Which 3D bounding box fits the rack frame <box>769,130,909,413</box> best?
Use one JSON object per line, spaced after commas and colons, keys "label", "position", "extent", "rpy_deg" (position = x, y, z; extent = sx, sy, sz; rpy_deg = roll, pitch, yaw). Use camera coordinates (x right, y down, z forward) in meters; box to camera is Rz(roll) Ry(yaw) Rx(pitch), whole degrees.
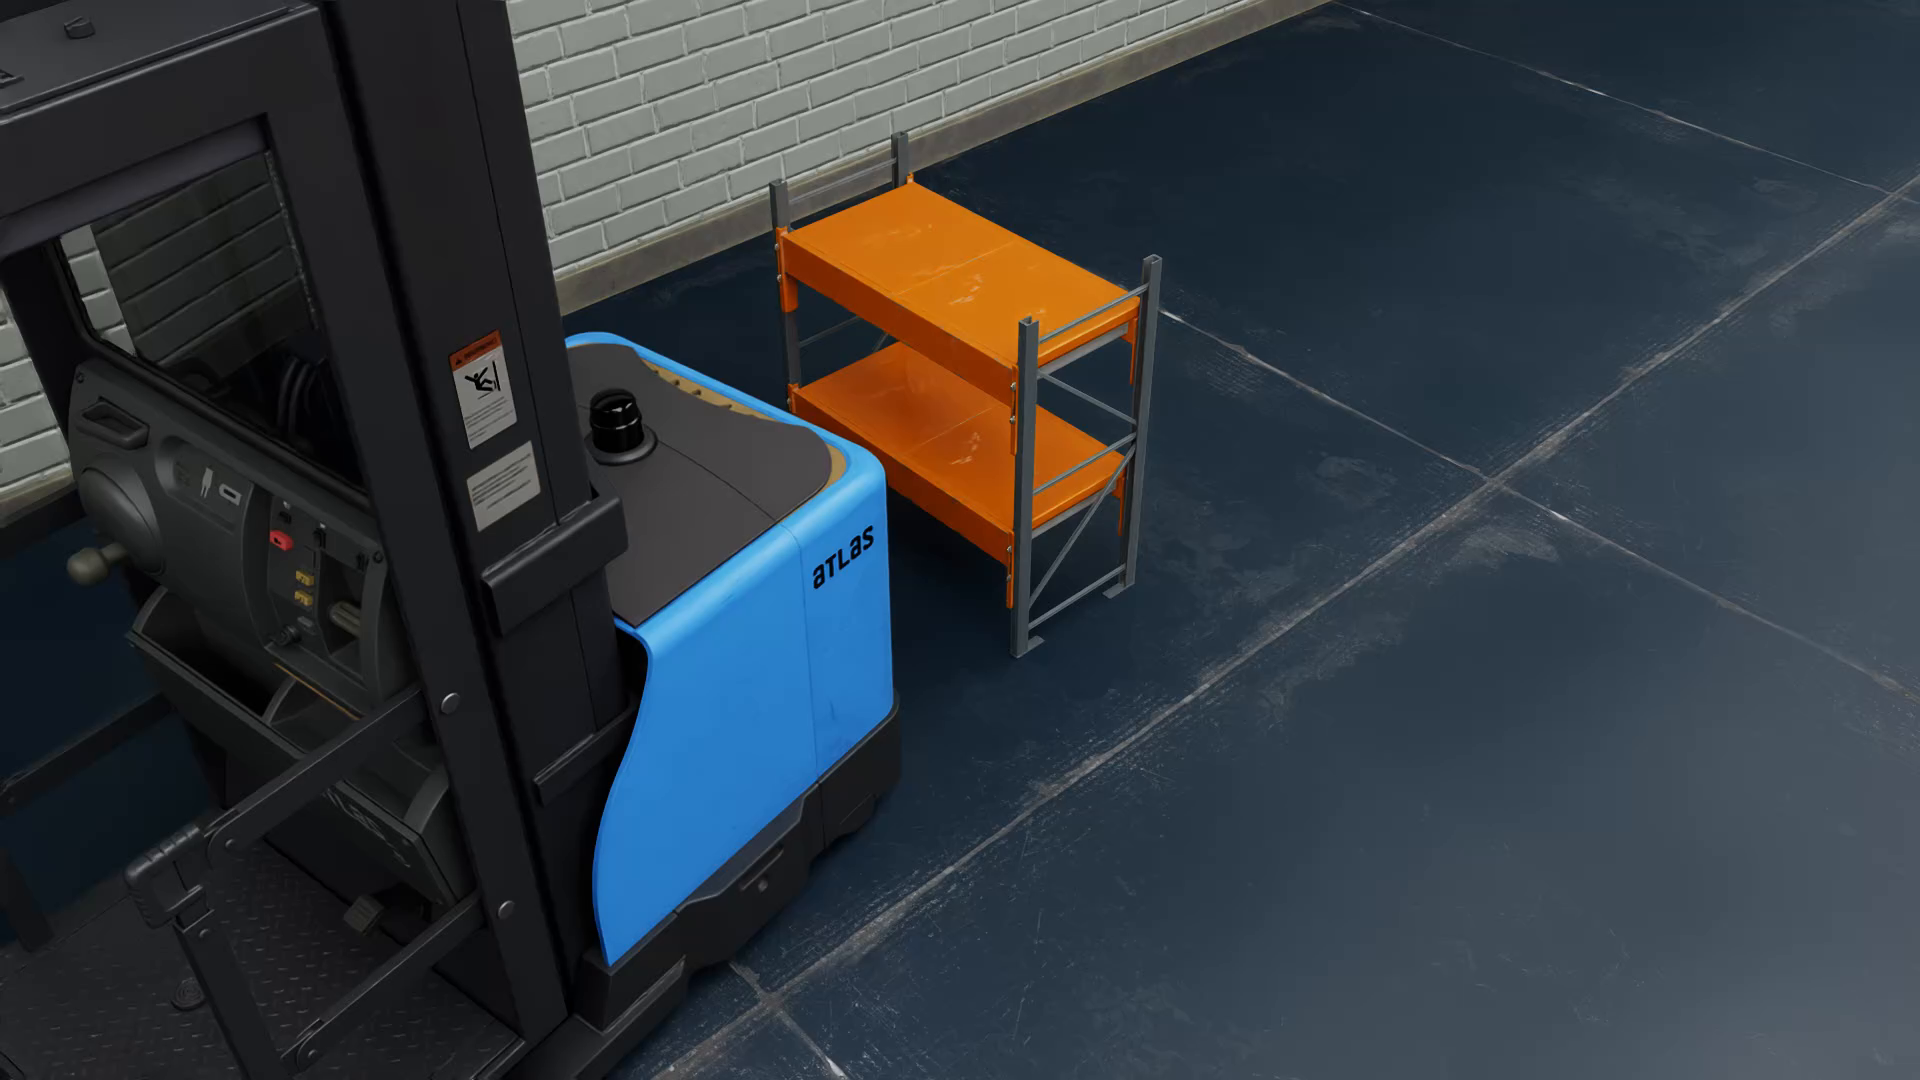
{"label": "rack frame", "position": [-0.348, -0.676, 5.192], "extent": [0.500, 1.125, 0.032], "rpy_deg": [-30, 48, -32]}

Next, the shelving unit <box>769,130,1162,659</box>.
{"label": "shelving unit", "position": [-0.005, -0.441, 4.900], "extent": [0.538, 1.125, 1.048], "rpy_deg": [-30, 48, -32]}

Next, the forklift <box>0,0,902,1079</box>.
{"label": "forklift", "position": [-1.441, 0.063, 2.839], "extent": [1.130, 2.935, 3.031], "rpy_deg": [25, 45, 28]}

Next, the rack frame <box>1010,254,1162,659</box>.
{"label": "rack frame", "position": [0.339, -0.205, 4.609], "extent": [0.500, 1.125, 0.032], "rpy_deg": [-30, 48, -32]}

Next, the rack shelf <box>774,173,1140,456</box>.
{"label": "rack shelf", "position": [-0.005, -0.668, 4.717], "extent": [0.538, 0.278, 1.000], "rpy_deg": [-30, 48, -32]}

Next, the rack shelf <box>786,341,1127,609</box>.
{"label": "rack shelf", "position": [-0.005, -0.251, 5.054], "extent": [0.538, 0.278, 1.000], "rpy_deg": [-30, 48, -32]}
